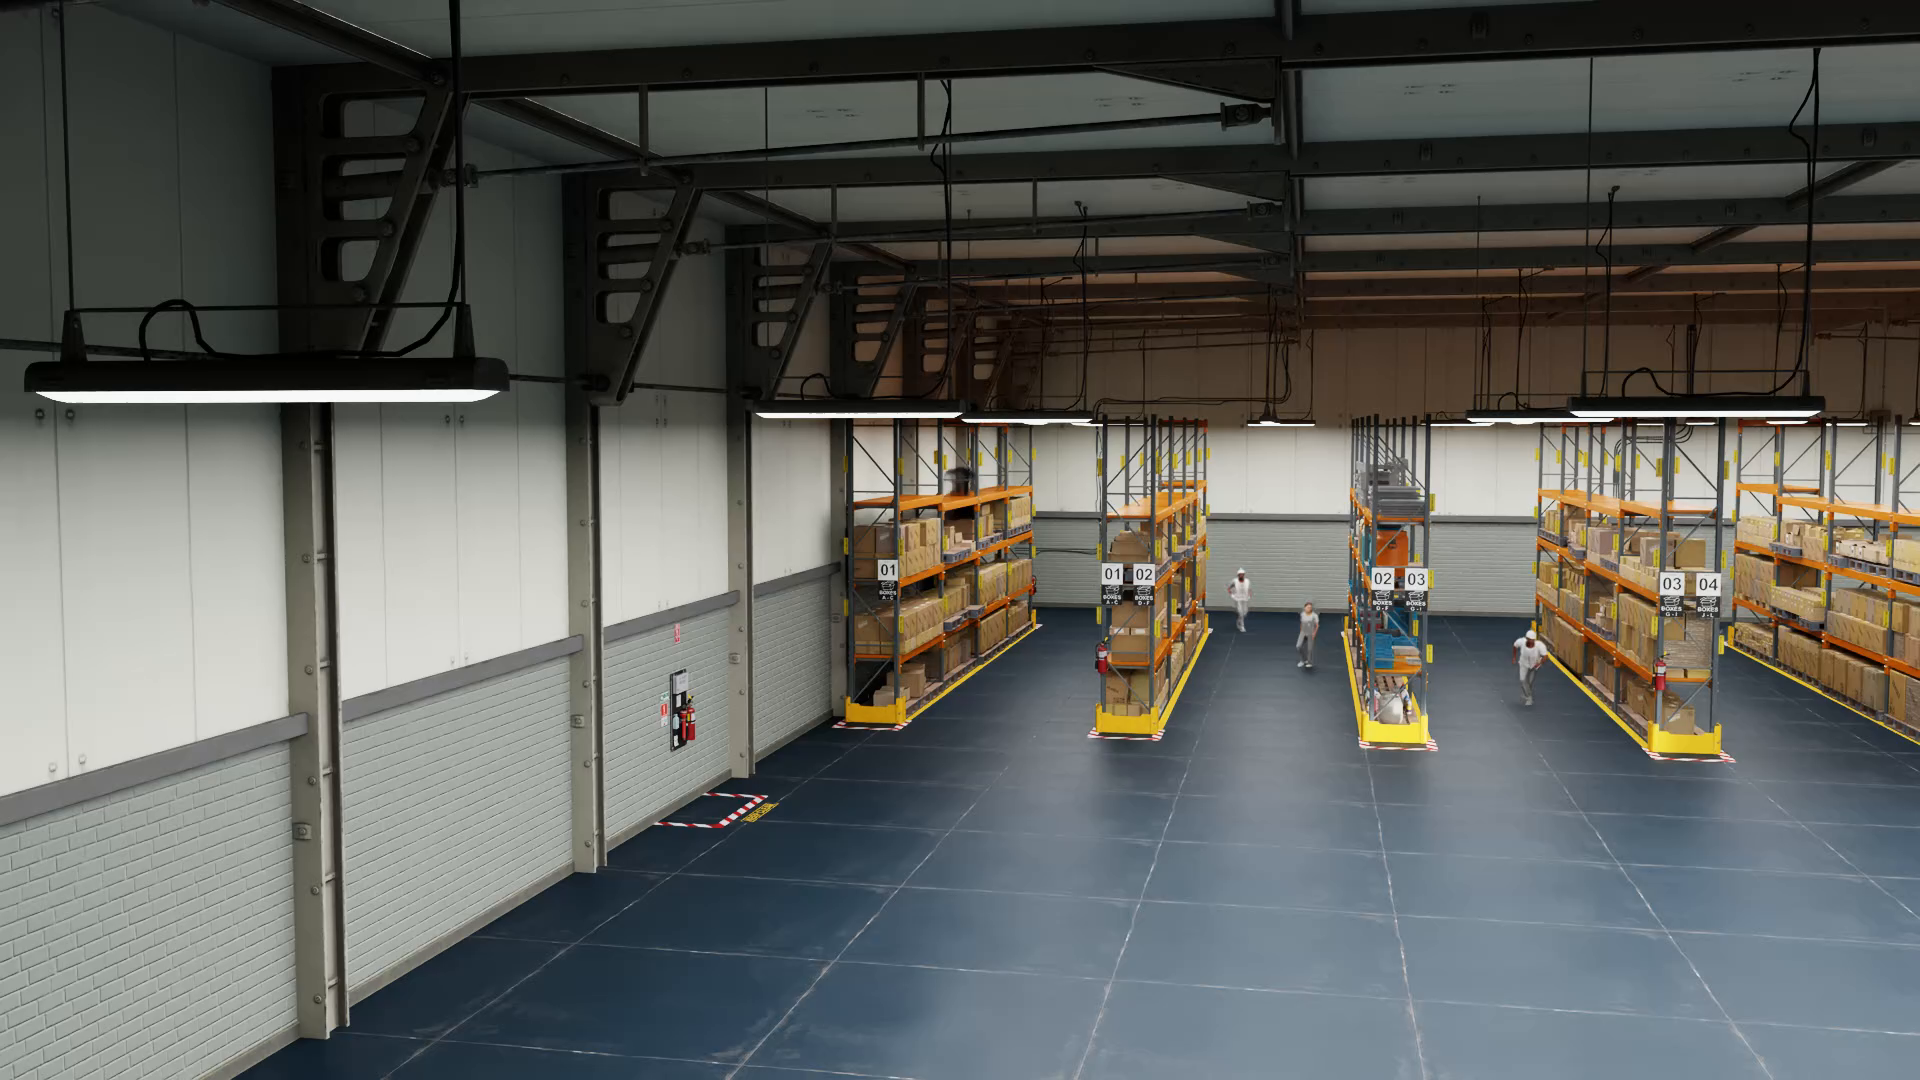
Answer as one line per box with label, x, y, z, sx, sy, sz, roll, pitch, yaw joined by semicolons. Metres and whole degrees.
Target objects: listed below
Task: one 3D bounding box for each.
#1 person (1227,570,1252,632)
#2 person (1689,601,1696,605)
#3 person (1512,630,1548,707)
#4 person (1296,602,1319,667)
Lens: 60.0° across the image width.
person;7.929;1.710;47.113;0.690;1.757;0.748;-1;4;-11
person;19.862;1.980;44.861;0.535;1.551;0.594;-1;4;-15
person;11.863;2.620;34.622;0.711;1.592;1.141;1;4;18
person;8.322;2.258;39.687;0.560;1.614;0.701;2;4;28
